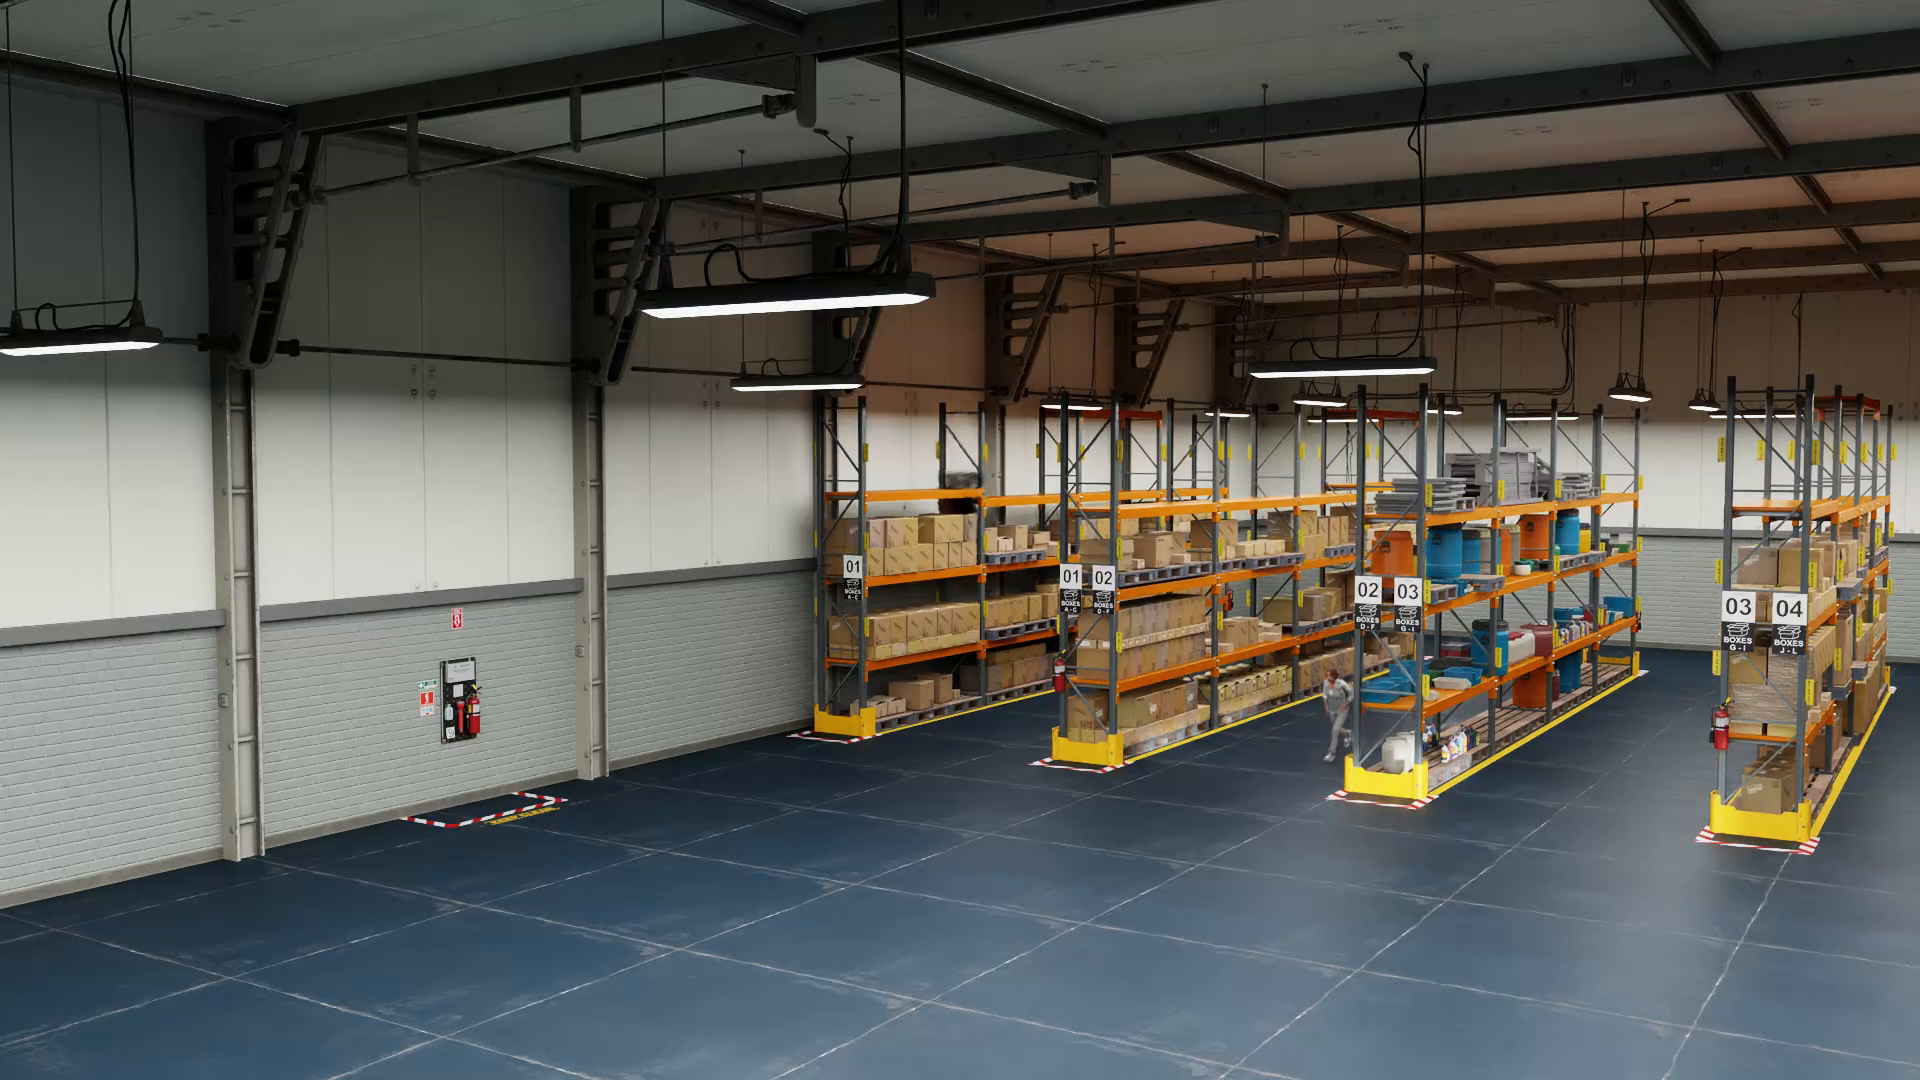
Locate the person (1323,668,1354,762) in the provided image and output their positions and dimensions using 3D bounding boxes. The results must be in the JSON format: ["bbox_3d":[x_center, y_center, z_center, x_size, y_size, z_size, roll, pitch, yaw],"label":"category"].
[{"bbox_3d":[6.220,2.835,27.181,0.551,1.538,0.852,2,4,36],"label":"person"}]
